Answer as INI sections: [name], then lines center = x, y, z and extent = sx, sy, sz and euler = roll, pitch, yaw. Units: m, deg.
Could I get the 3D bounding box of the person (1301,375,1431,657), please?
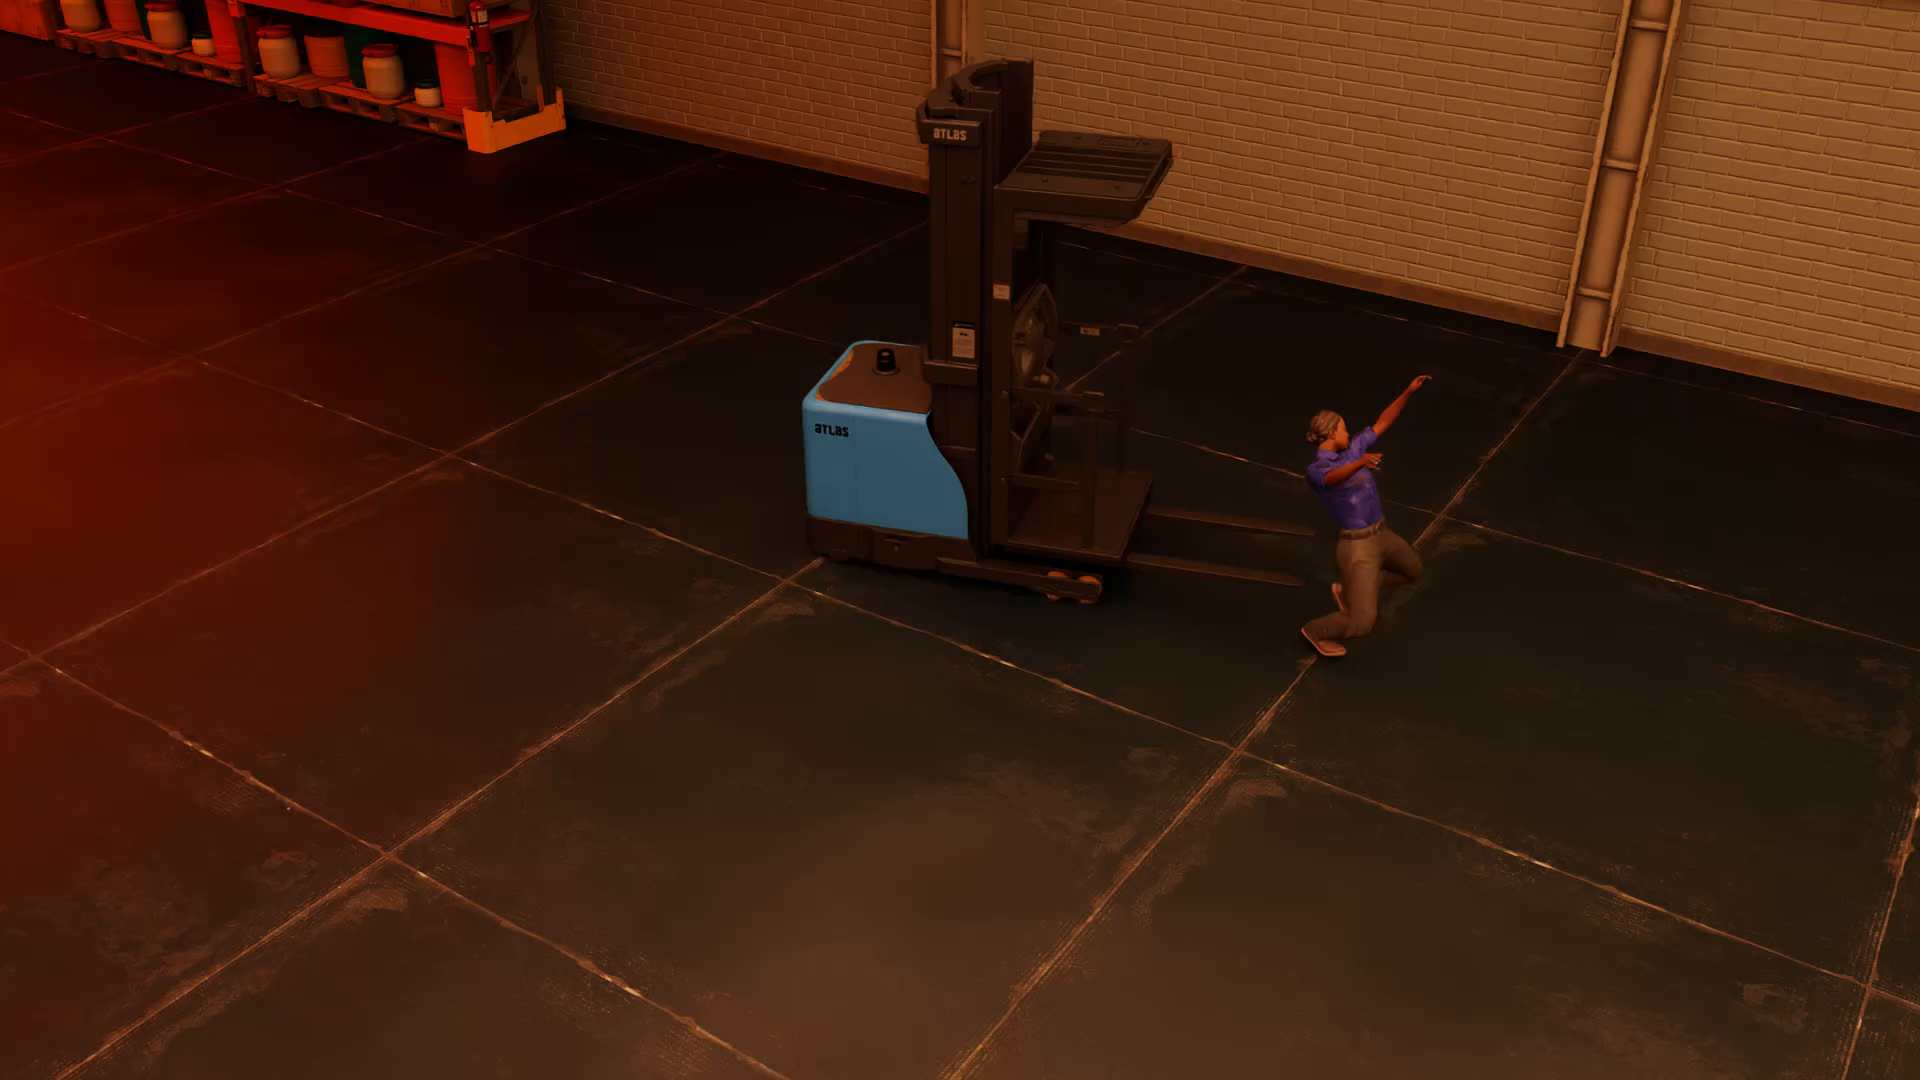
[person]
center = 2.120, -0.078, 9.057
extent = 0.677, 1.586, 0.896
euler = 20, 36, 30

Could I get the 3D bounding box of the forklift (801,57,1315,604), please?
[forklift]
center = 0.622, -1.185, 9.621
extent = 3.031, 2.935, 1.130
euler = 8, 31, 14
